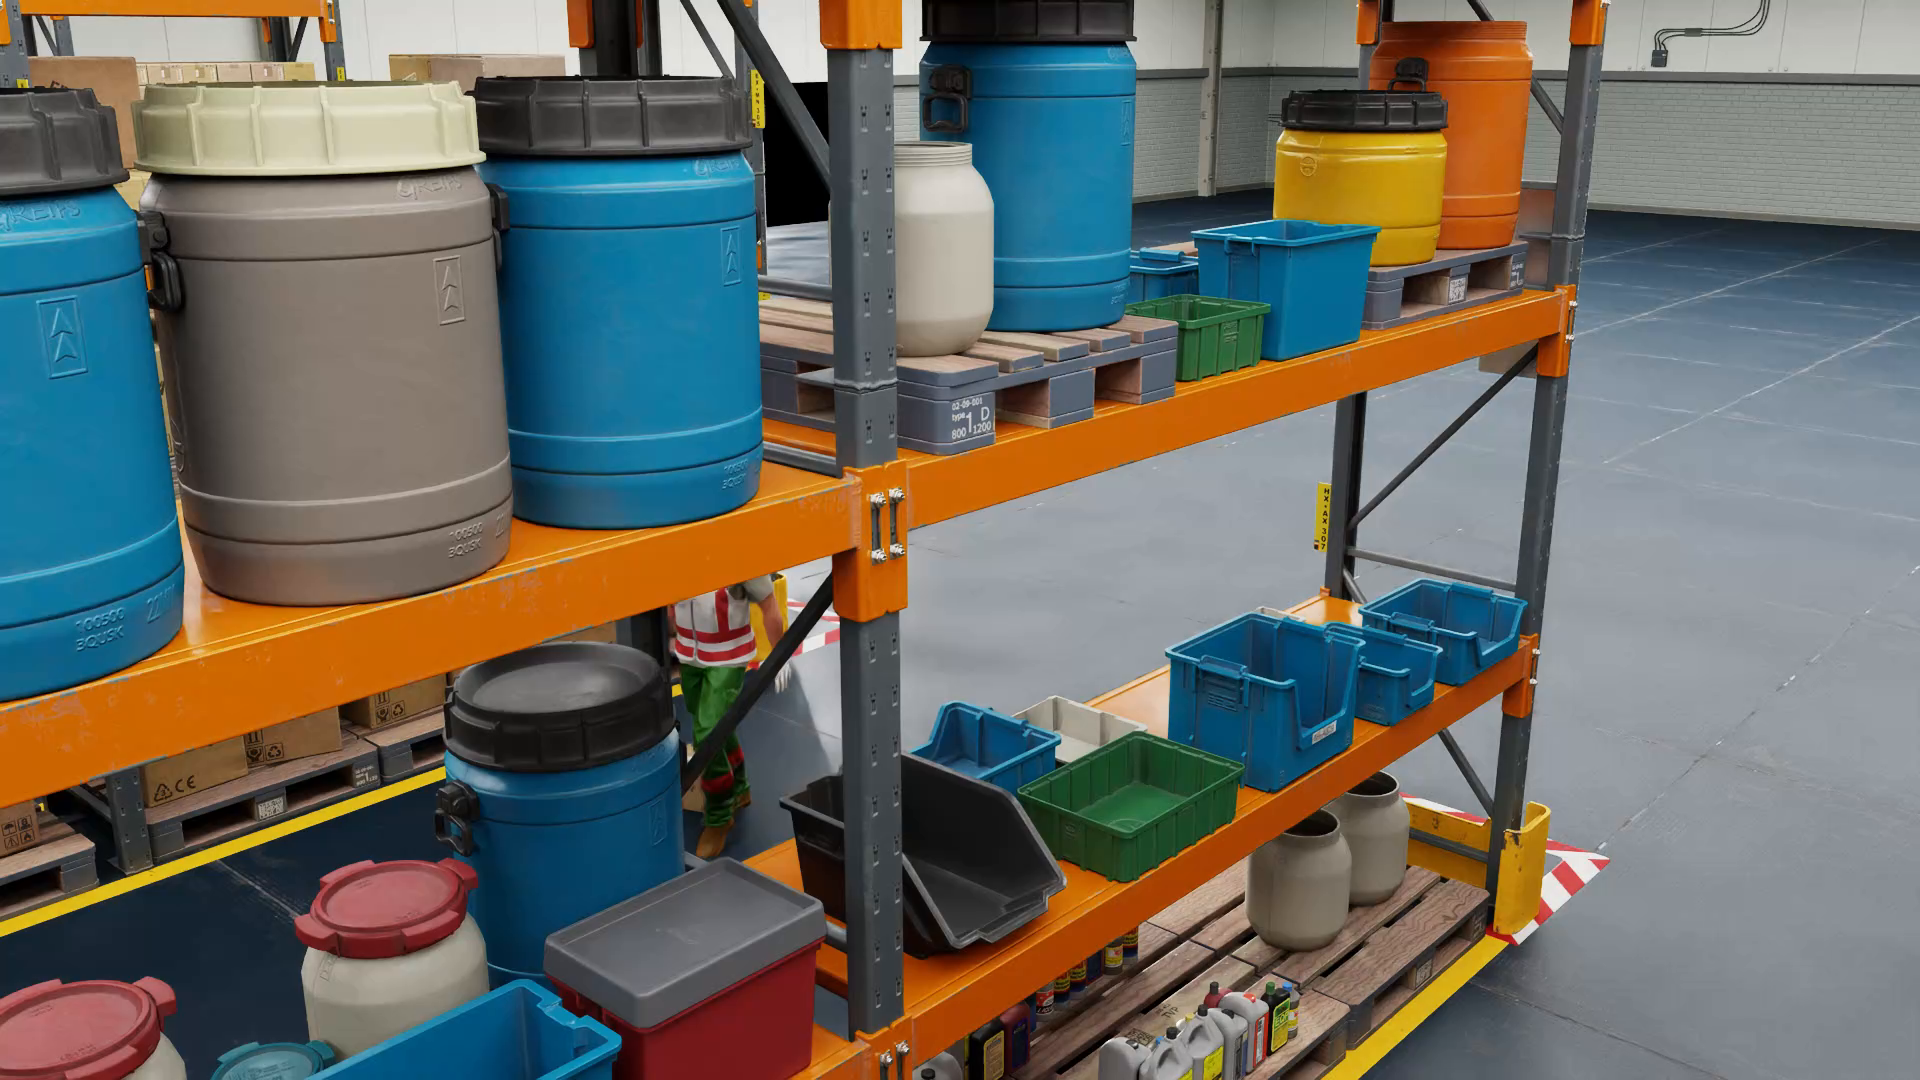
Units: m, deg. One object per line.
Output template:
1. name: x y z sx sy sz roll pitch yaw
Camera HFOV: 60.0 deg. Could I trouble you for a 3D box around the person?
1. person: -1.166 0.615 8.018 0.652 1.833 0.601 9 19 28
